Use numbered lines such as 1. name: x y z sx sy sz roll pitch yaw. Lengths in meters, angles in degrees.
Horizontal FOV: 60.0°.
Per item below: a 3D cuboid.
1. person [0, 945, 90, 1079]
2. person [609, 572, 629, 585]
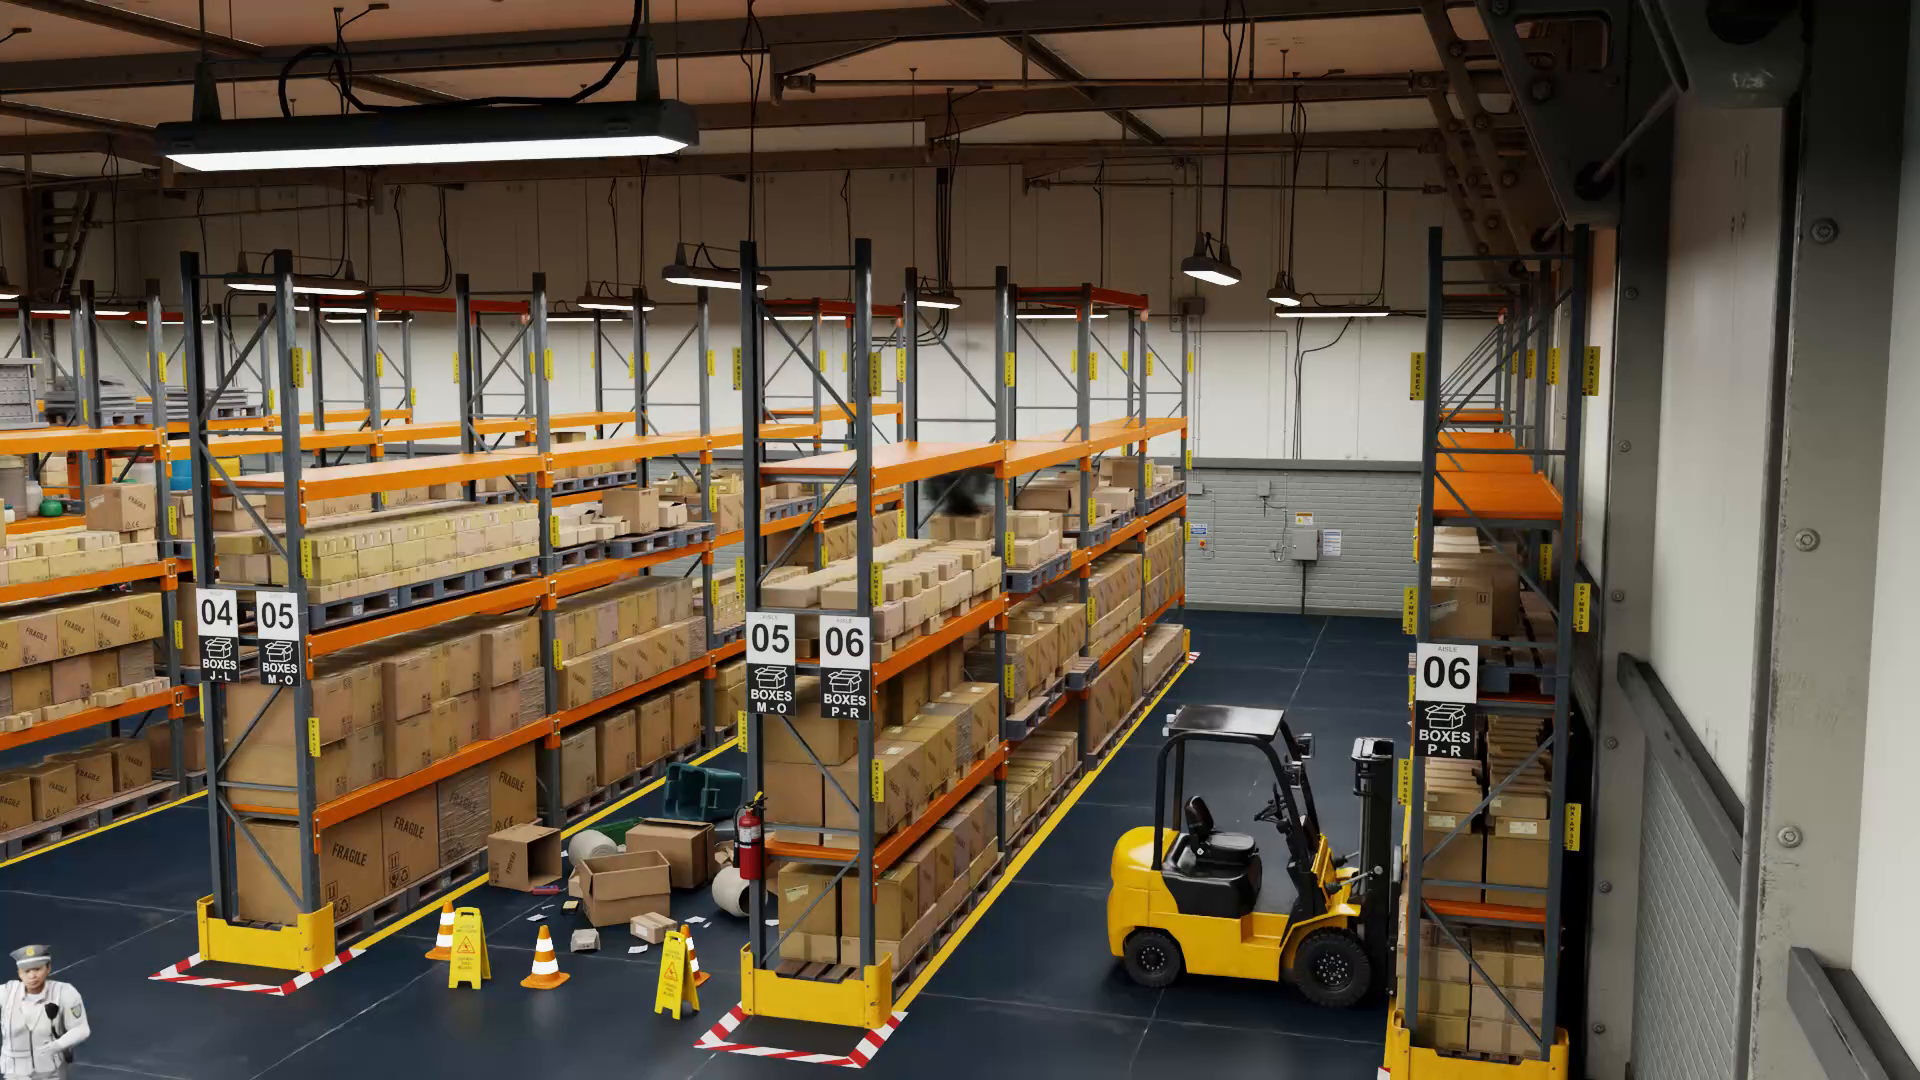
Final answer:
1. person: -5.595 3.212 10.030 0.645 1.642 0.721 -3 7 -26
2. person: -5.434 1.276 27.091 0.699 1.742 0.844 1 6 8
